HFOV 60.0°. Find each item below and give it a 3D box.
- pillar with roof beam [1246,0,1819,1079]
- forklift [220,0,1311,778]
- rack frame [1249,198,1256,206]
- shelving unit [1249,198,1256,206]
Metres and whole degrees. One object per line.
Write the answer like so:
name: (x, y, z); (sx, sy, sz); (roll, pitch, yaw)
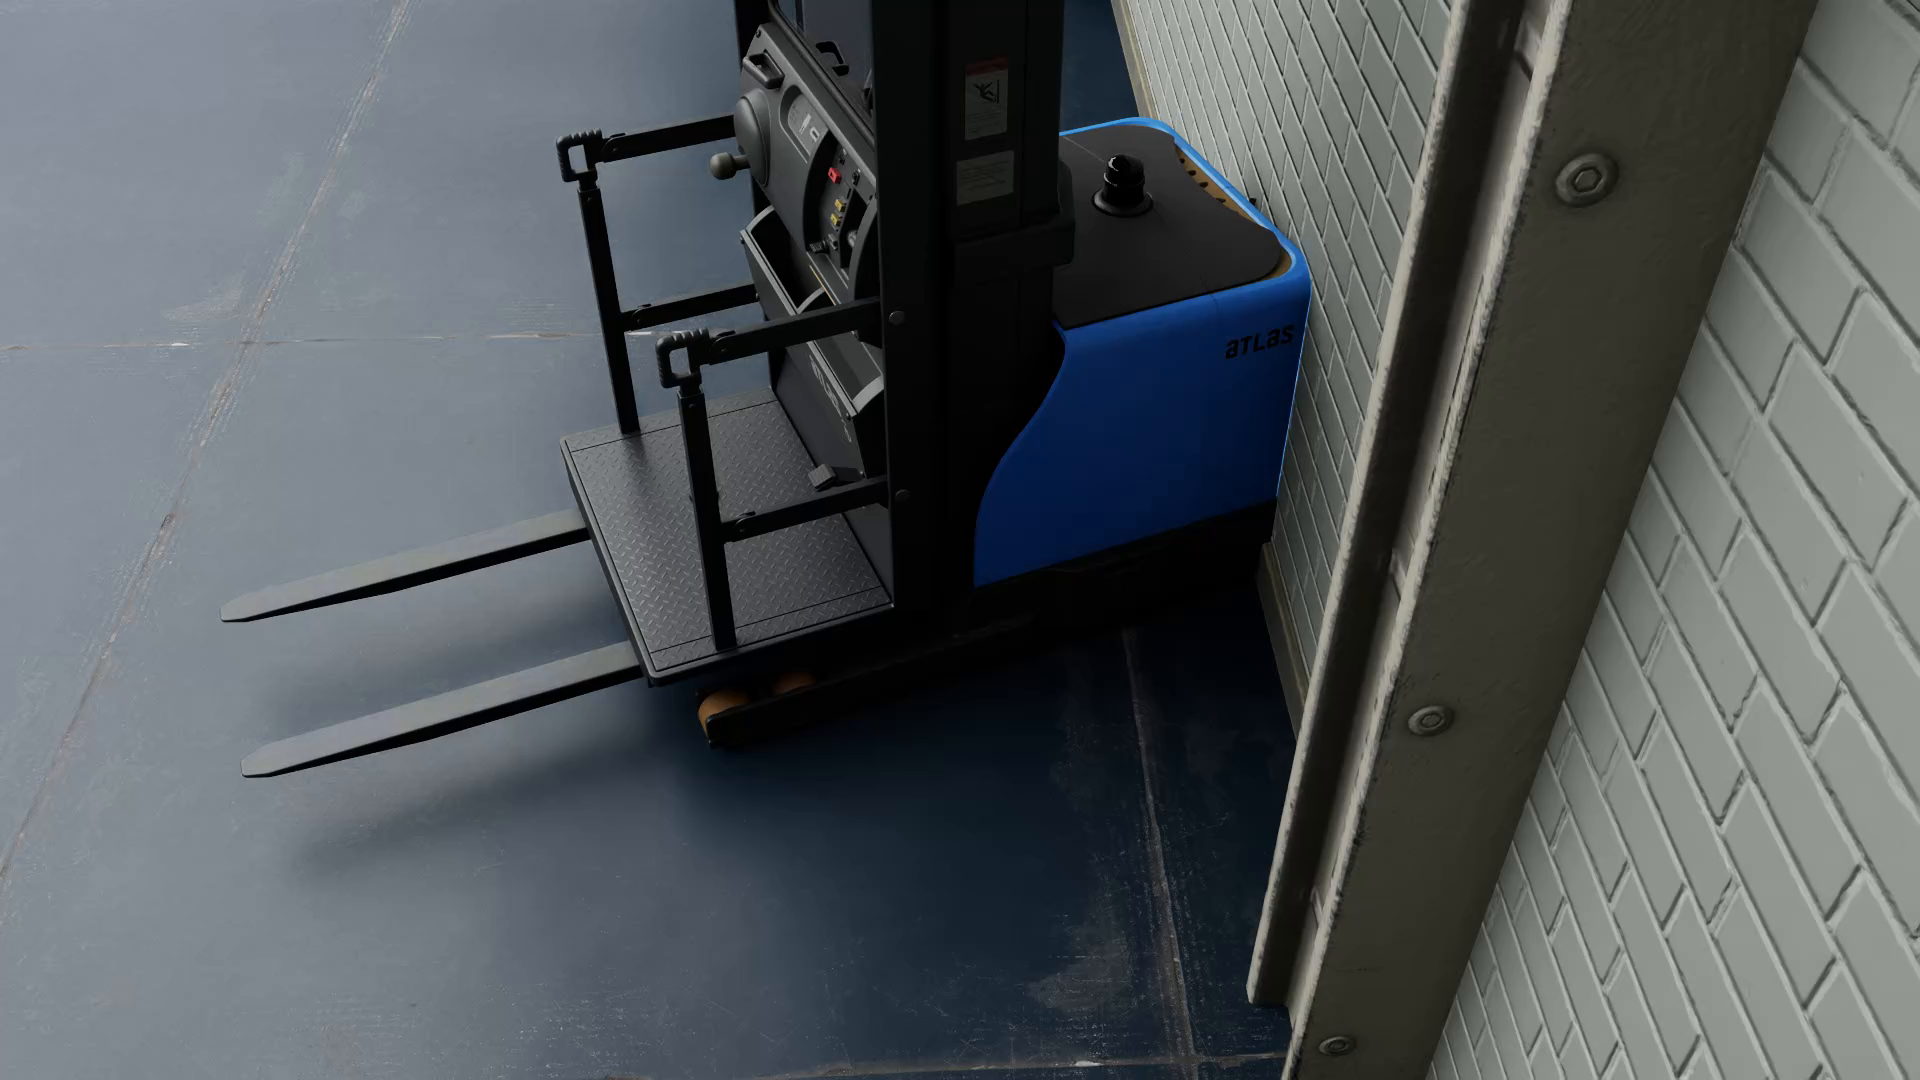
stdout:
pillar with roof beam: (-3.439, -1.980, 0.750); (9.100, 9.000, 0.400); (-2, 43, -2)
forklift: (-0.574, -0.916, 4.080); (3.031, 2.935, 1.130); (-16, 45, -17)
rack frame: (0.753, -0.717, 5.374); (0.240, 0.900, 0.006); (3, 42, -3)
shelving unit: (0.754, -0.648, 5.299); (0.258, 0.900, 0.210); (3, 42, -3)
